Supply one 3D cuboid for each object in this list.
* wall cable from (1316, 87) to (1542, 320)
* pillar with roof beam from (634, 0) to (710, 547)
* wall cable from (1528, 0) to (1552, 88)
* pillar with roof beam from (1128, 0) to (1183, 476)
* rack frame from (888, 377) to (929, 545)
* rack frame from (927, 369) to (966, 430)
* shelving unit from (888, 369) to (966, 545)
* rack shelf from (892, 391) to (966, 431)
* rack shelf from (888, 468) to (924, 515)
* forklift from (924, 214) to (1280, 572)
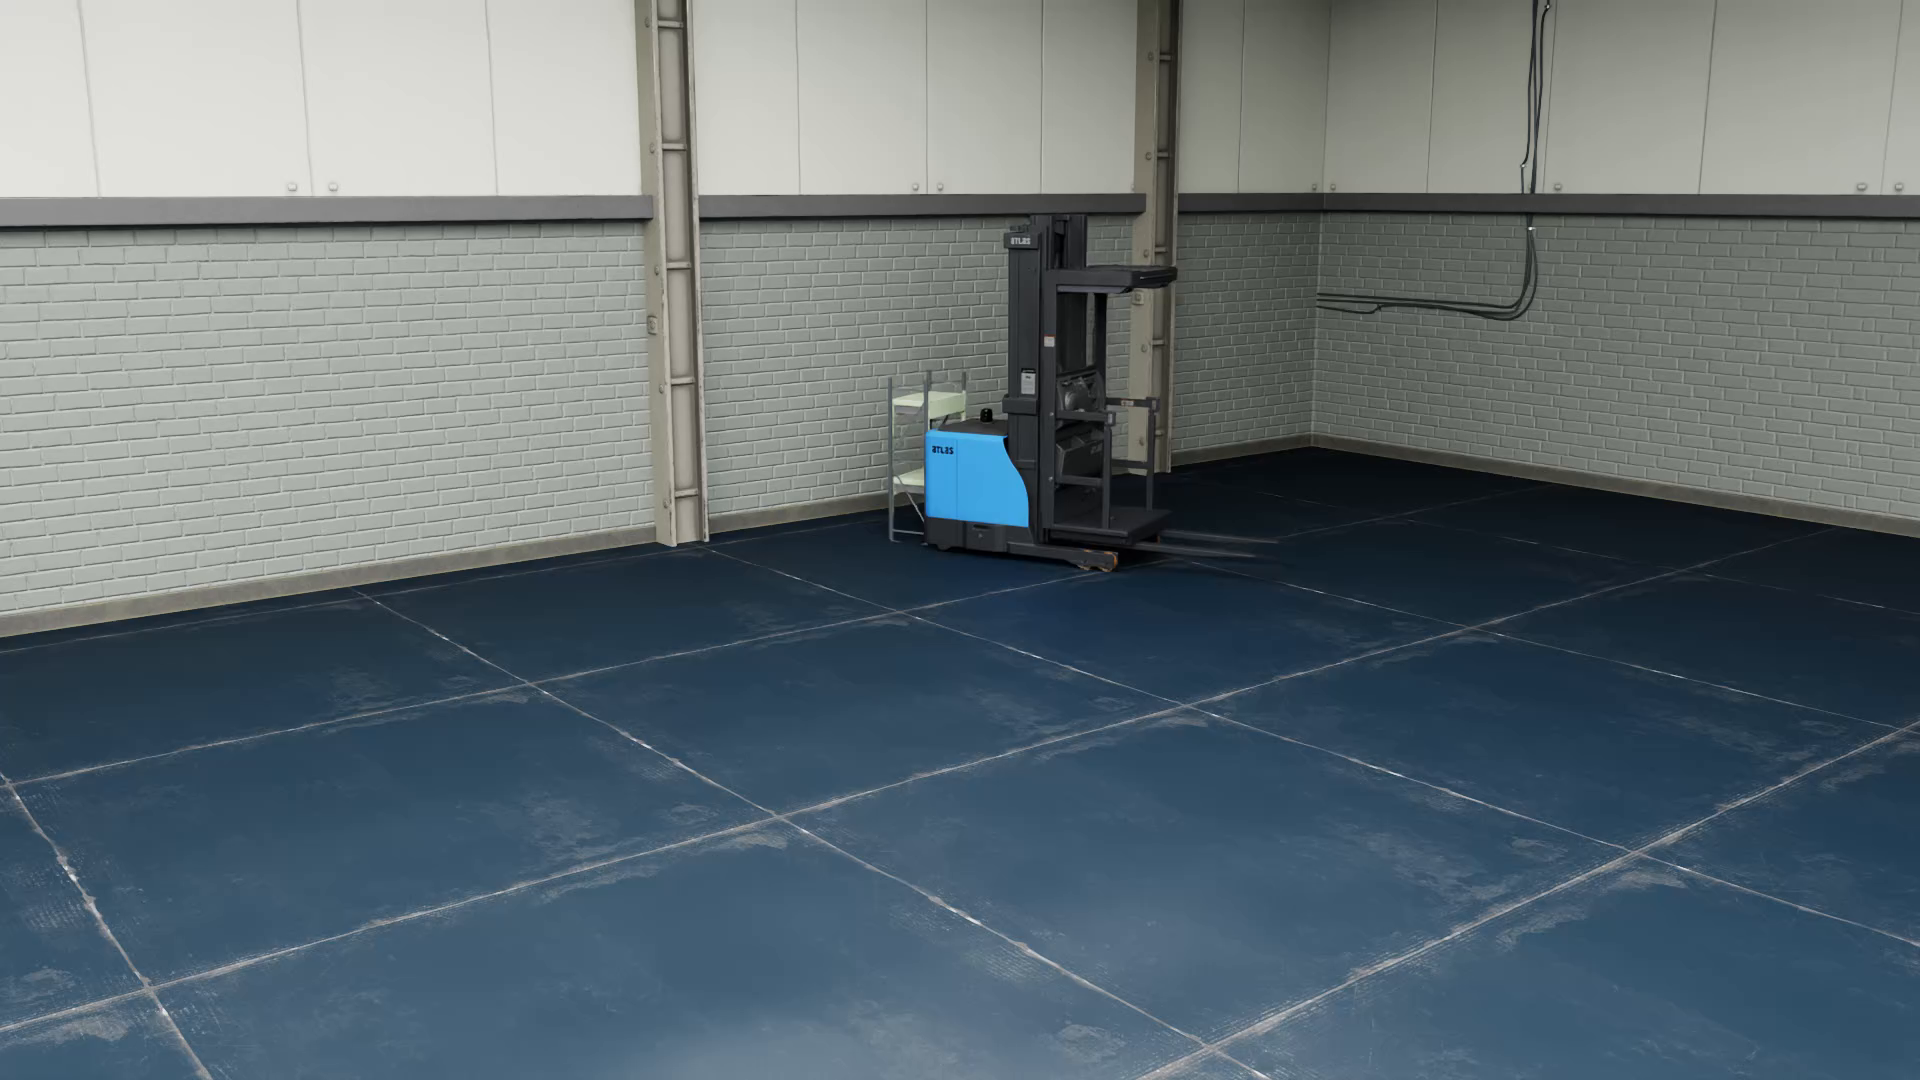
[{"bbox_3d":[5.273,-3.820,19.051,0.112,2.526,3.097,-9,15,-38],"label":"wall cable"},{"bbox_3d":[0.151,-3.694,10.984,0.400,9.000,9.100,-9,15,-38],"label":"pillar with roof beam"},{"bbox_3d":[6.963,-5.852,16.460,0.112,2.526,3.097,-9,15,-38],"label":"wall cable"},{"bbox_3d":[4.836,-4.473,14.650,0.400,9.000,9.100,-9,15,-38],"label":"pillar with roof beam"},{"bbox_3d":[-0.464,-0.705,14.960,0.400,1.500,0.023,6,13,27],"label":"rack frame"},{"bbox_3d":[-0.128,-0.840,15.596,0.400,1.500,0.023,6,13,27],"label":"rack frame"},{"bbox_3d":[-0.296,-0.773,15.278,0.431,1.500,0.755,6,13,27],"label":"shelving unit"},{"bbox_3d":[-0.296,-1.154,15.197,0.431,0.370,0.720,6,13,27],"label":"rack shelf"},{"bbox_3d":[-0.296,-0.454,15.345,0.431,0.370,0.720,6,13,27],"label":"rack shelf"},{"bbox_3d":[1.225,-1.290,14.271,3.031,2.935,1.130,6,14,27],"label":"forklift"}]
